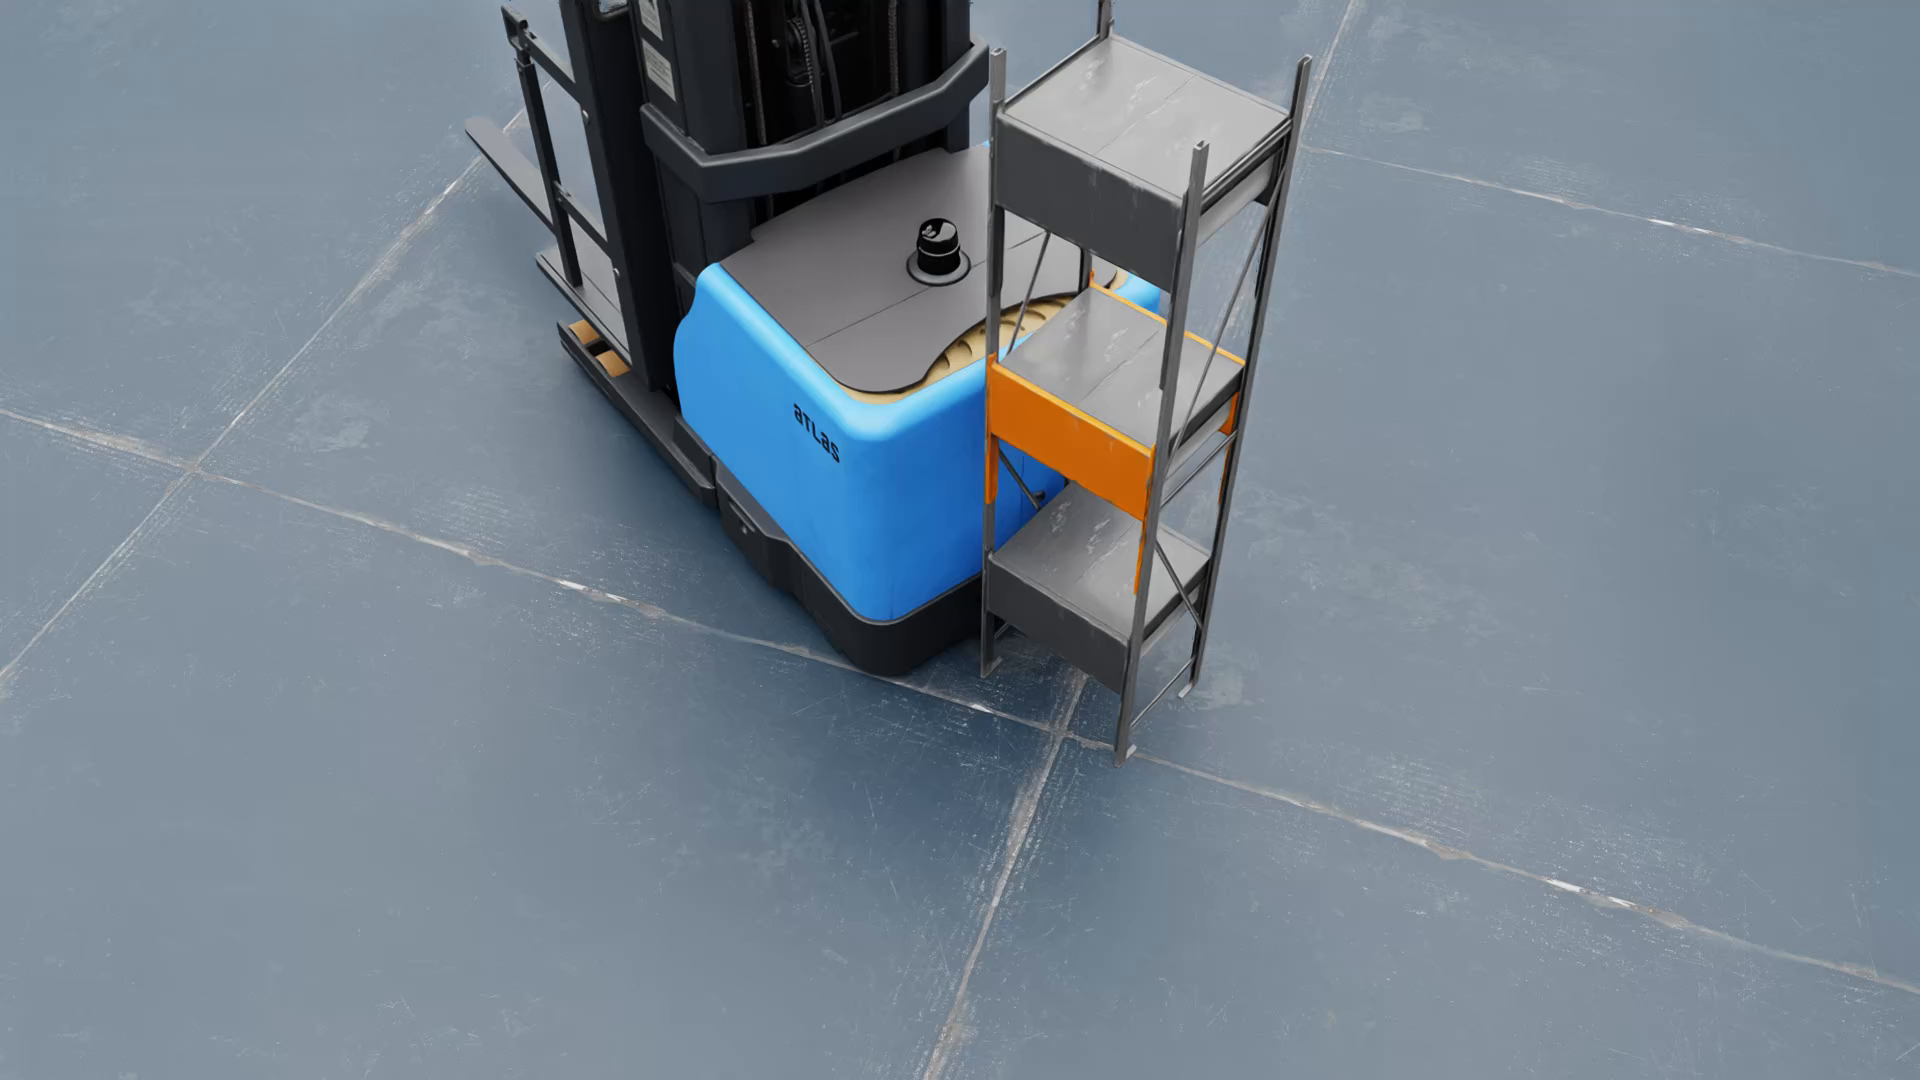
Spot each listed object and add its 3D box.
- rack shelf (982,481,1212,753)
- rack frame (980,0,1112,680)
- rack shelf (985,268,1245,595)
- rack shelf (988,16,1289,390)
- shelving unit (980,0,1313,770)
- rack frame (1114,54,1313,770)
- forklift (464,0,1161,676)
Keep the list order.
[{"bbox_3d":[0.381,0.190,4.640,0.480,0.518,0.431,32,56,25],"label":"rack shelf"},{"bbox_3d":[0.193,-0.395,4.203,0.015,2.100,0.400,32,56,25],"label":"rack frame"},{"bbox_3d":[0.381,-0.269,4.111,0.480,0.518,0.431,32,56,25],"label":"rack shelf"},{"bbox_3d":[0.381,-0.727,3.582,0.480,0.518,0.431,32,56,25],"label":"rack shelf"},{"bbox_3d":[0.381,-0.278,4.101,0.503,2.100,0.431,32,56,25],"label":"shelving unit"},{"bbox_3d":[0.569,-0.160,3.999,0.015,2.100,0.400,32,56,25],"label":"rack frame"},{"bbox_3d":[-0.722,-1.642,4.734,1.130,2.935,3.031,-29,55,-23],"label":"forklift"}]
